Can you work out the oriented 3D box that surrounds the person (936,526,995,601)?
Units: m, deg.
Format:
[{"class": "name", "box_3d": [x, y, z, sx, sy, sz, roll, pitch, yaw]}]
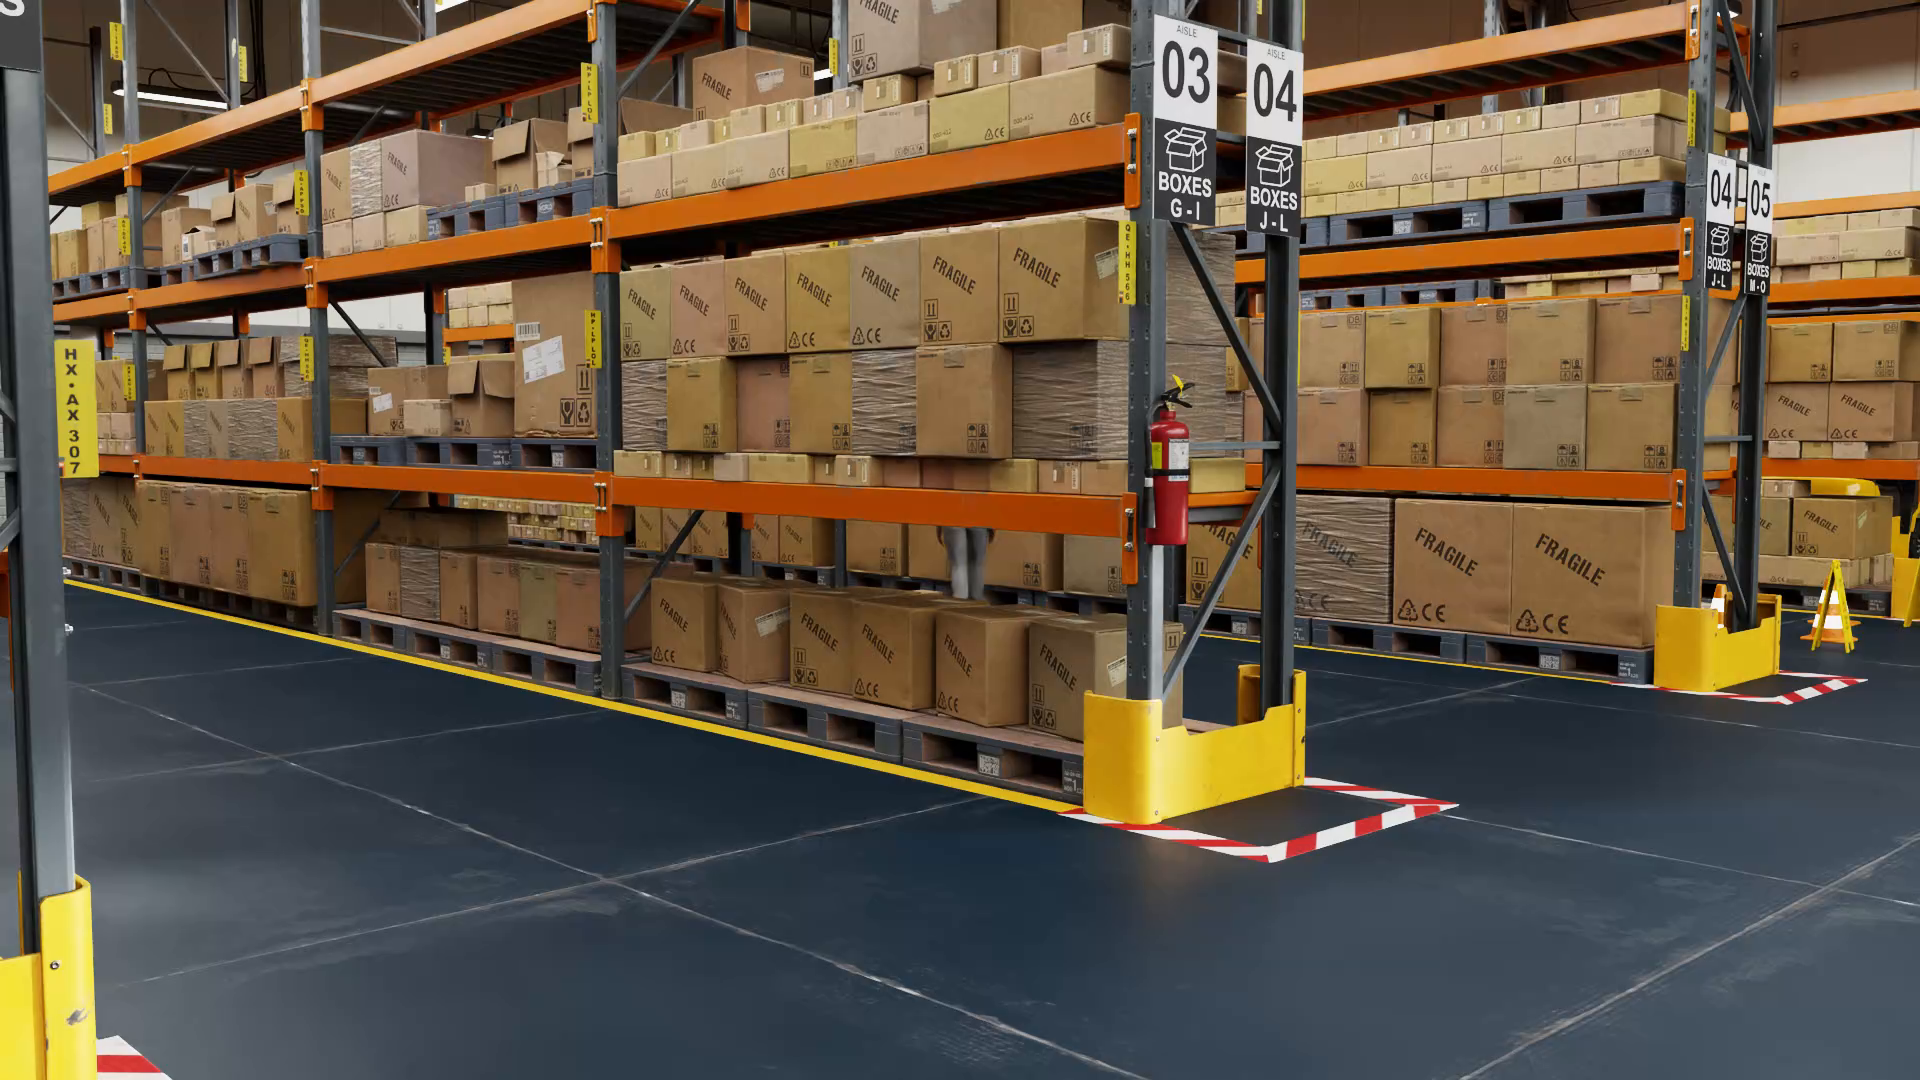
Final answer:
[{"class": "person", "box_3d": [0.015, -0.143, 12.988, 0.459, 1.656, 0.668, -1, 4, -16]}]
